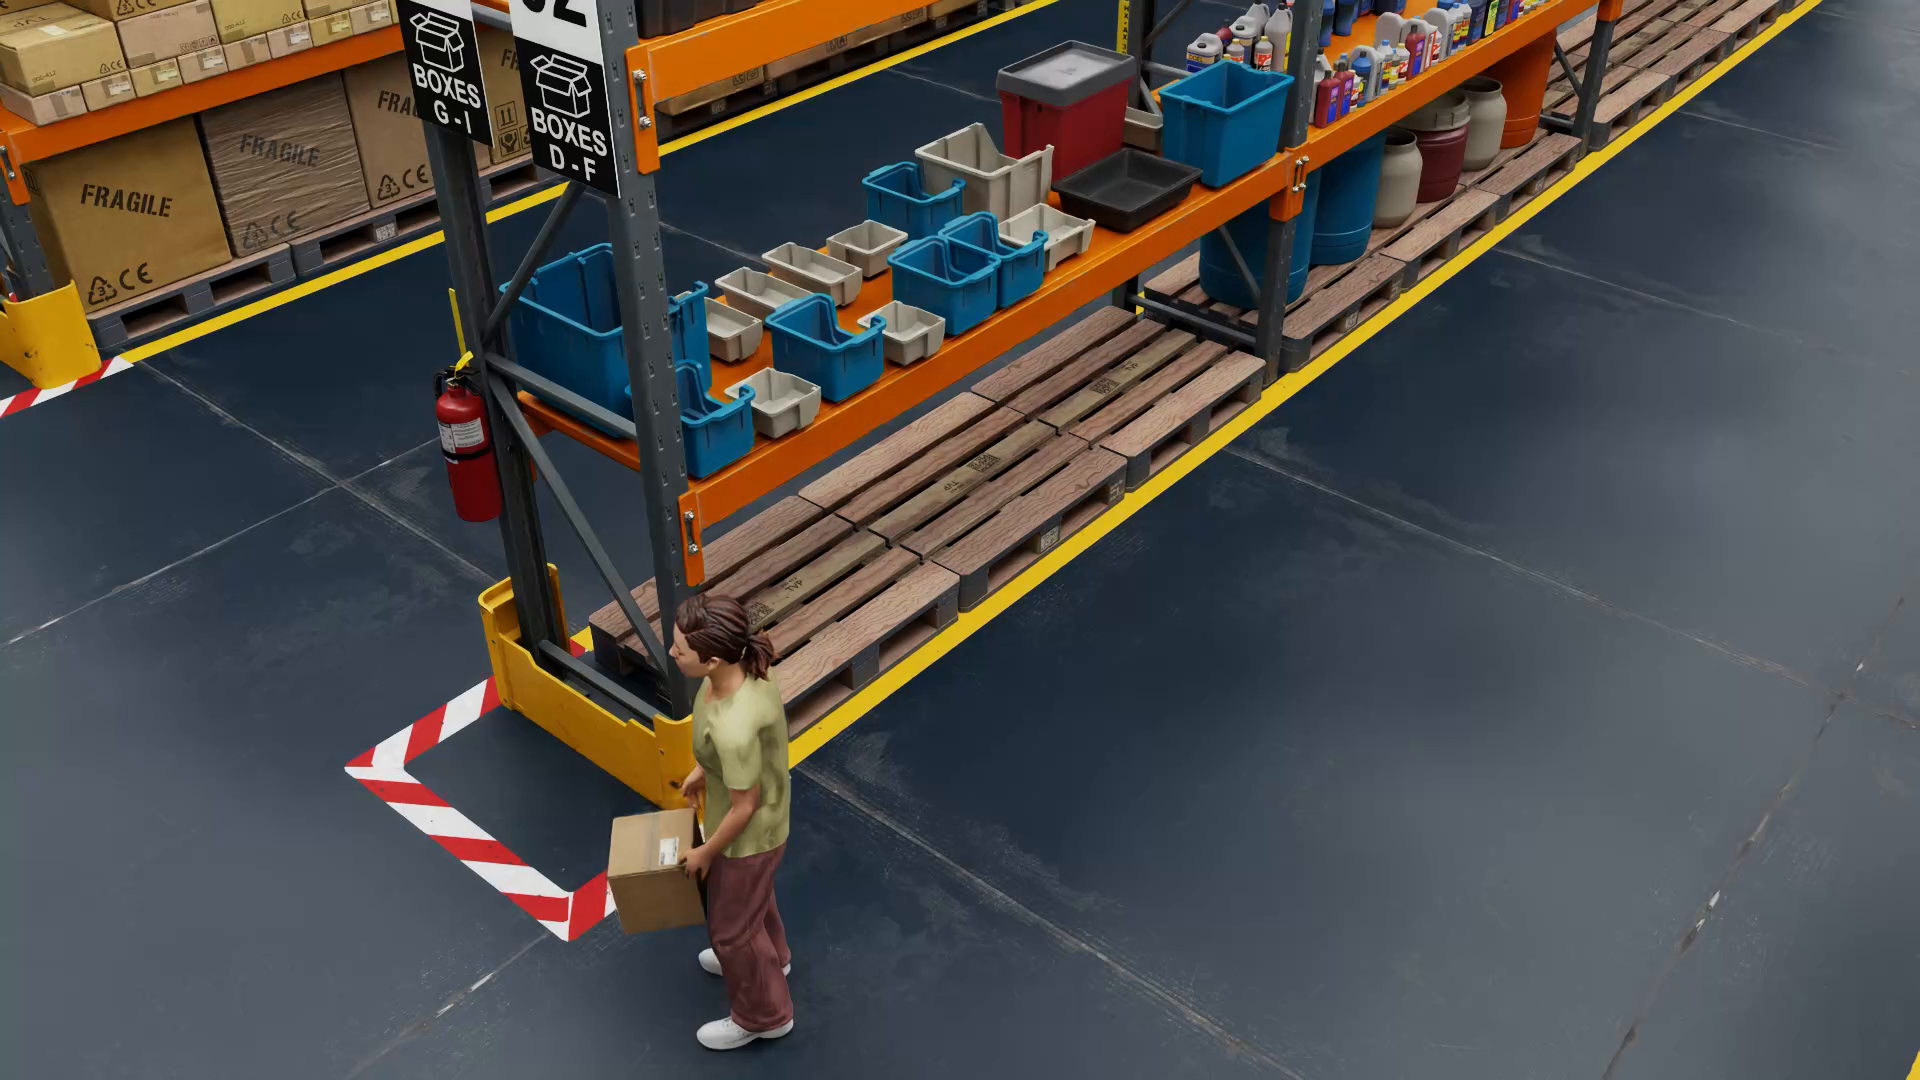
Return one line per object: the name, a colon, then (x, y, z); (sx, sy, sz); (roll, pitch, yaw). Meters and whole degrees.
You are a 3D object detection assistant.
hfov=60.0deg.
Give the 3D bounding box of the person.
person: (-0.673, 0.839, 4.951); (0.361, 1.676, 0.477); (-4, 35, -5)
